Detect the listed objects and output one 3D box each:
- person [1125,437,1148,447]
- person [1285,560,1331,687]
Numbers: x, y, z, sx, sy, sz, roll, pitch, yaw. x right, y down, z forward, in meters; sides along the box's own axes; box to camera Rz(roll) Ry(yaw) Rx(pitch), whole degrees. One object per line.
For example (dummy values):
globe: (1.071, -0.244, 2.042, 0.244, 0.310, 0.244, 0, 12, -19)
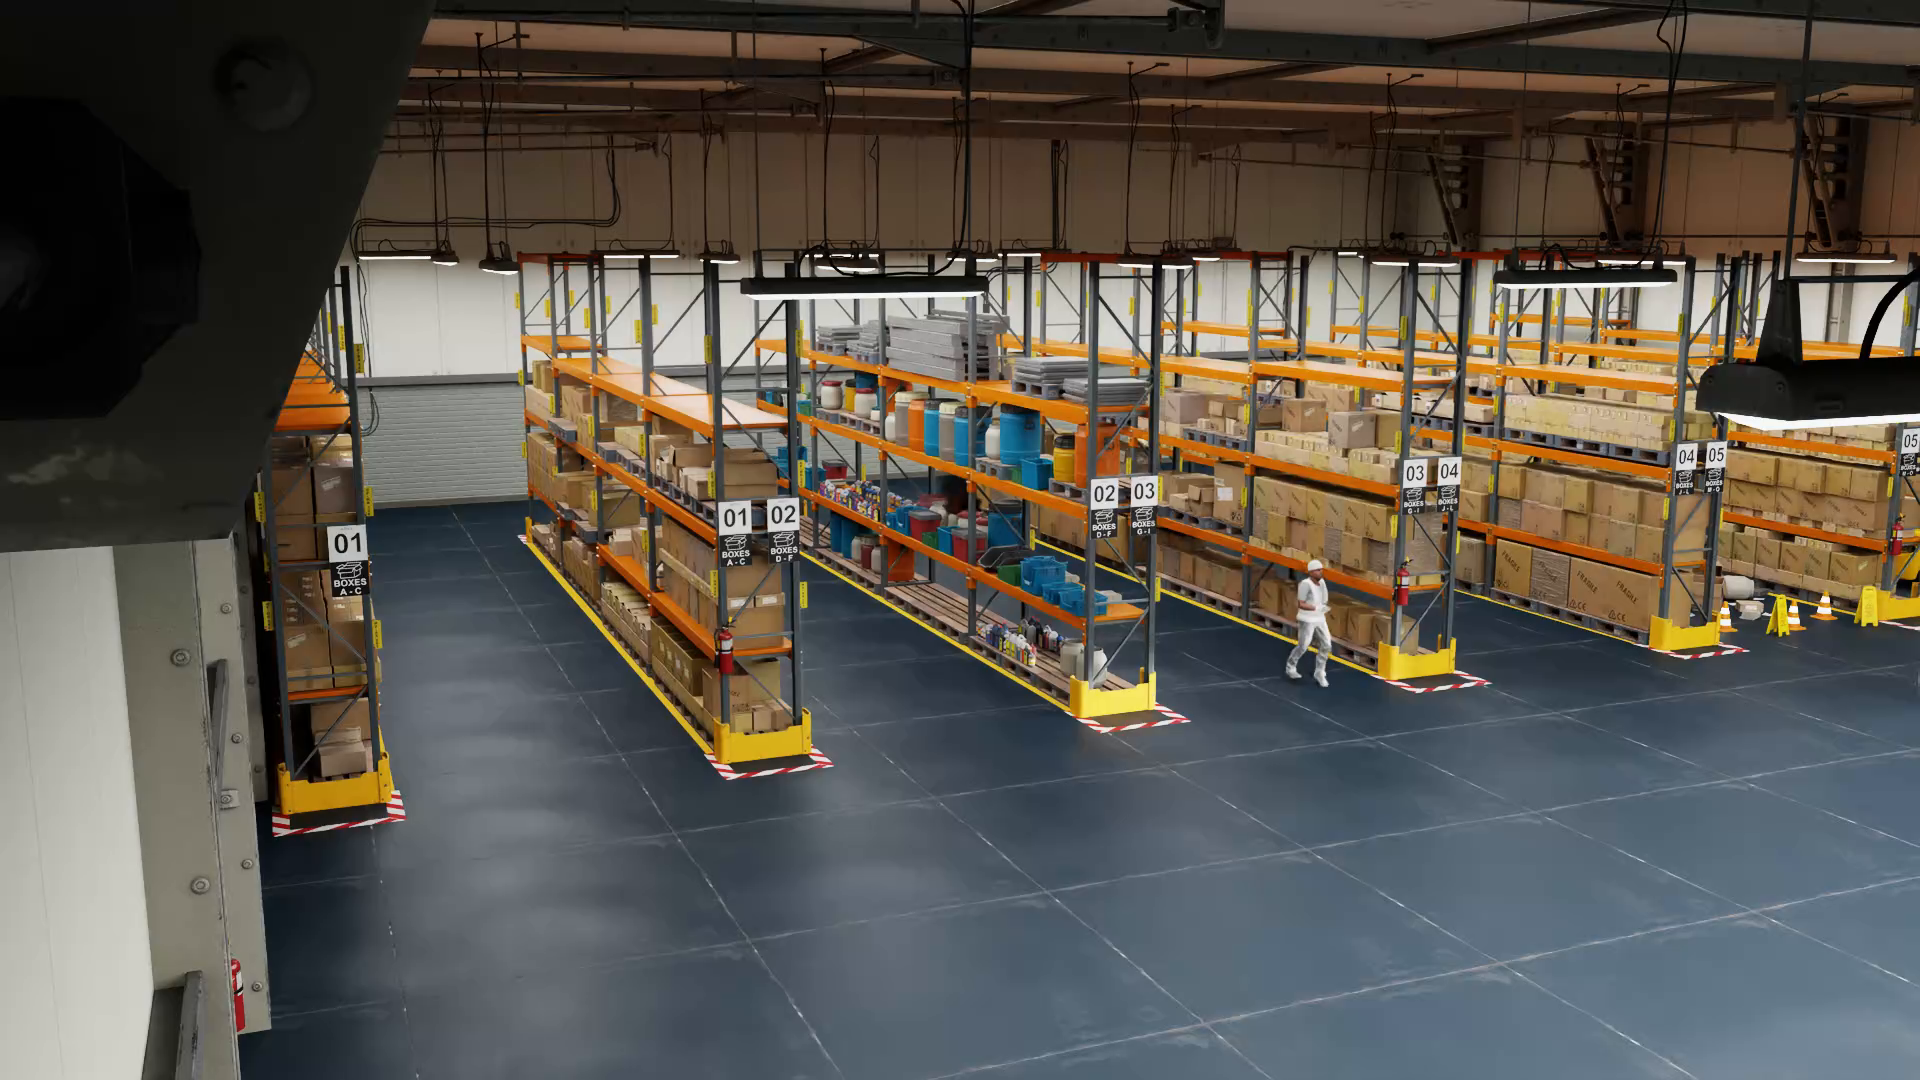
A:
person: (4.263, -1.942, 40.990, 0.845, 1.698, 0.623, -10, 14, -43)
person: (5.013, 1.192, 23.672, 0.701, 1.867, 0.766, -9, 13, -39)
